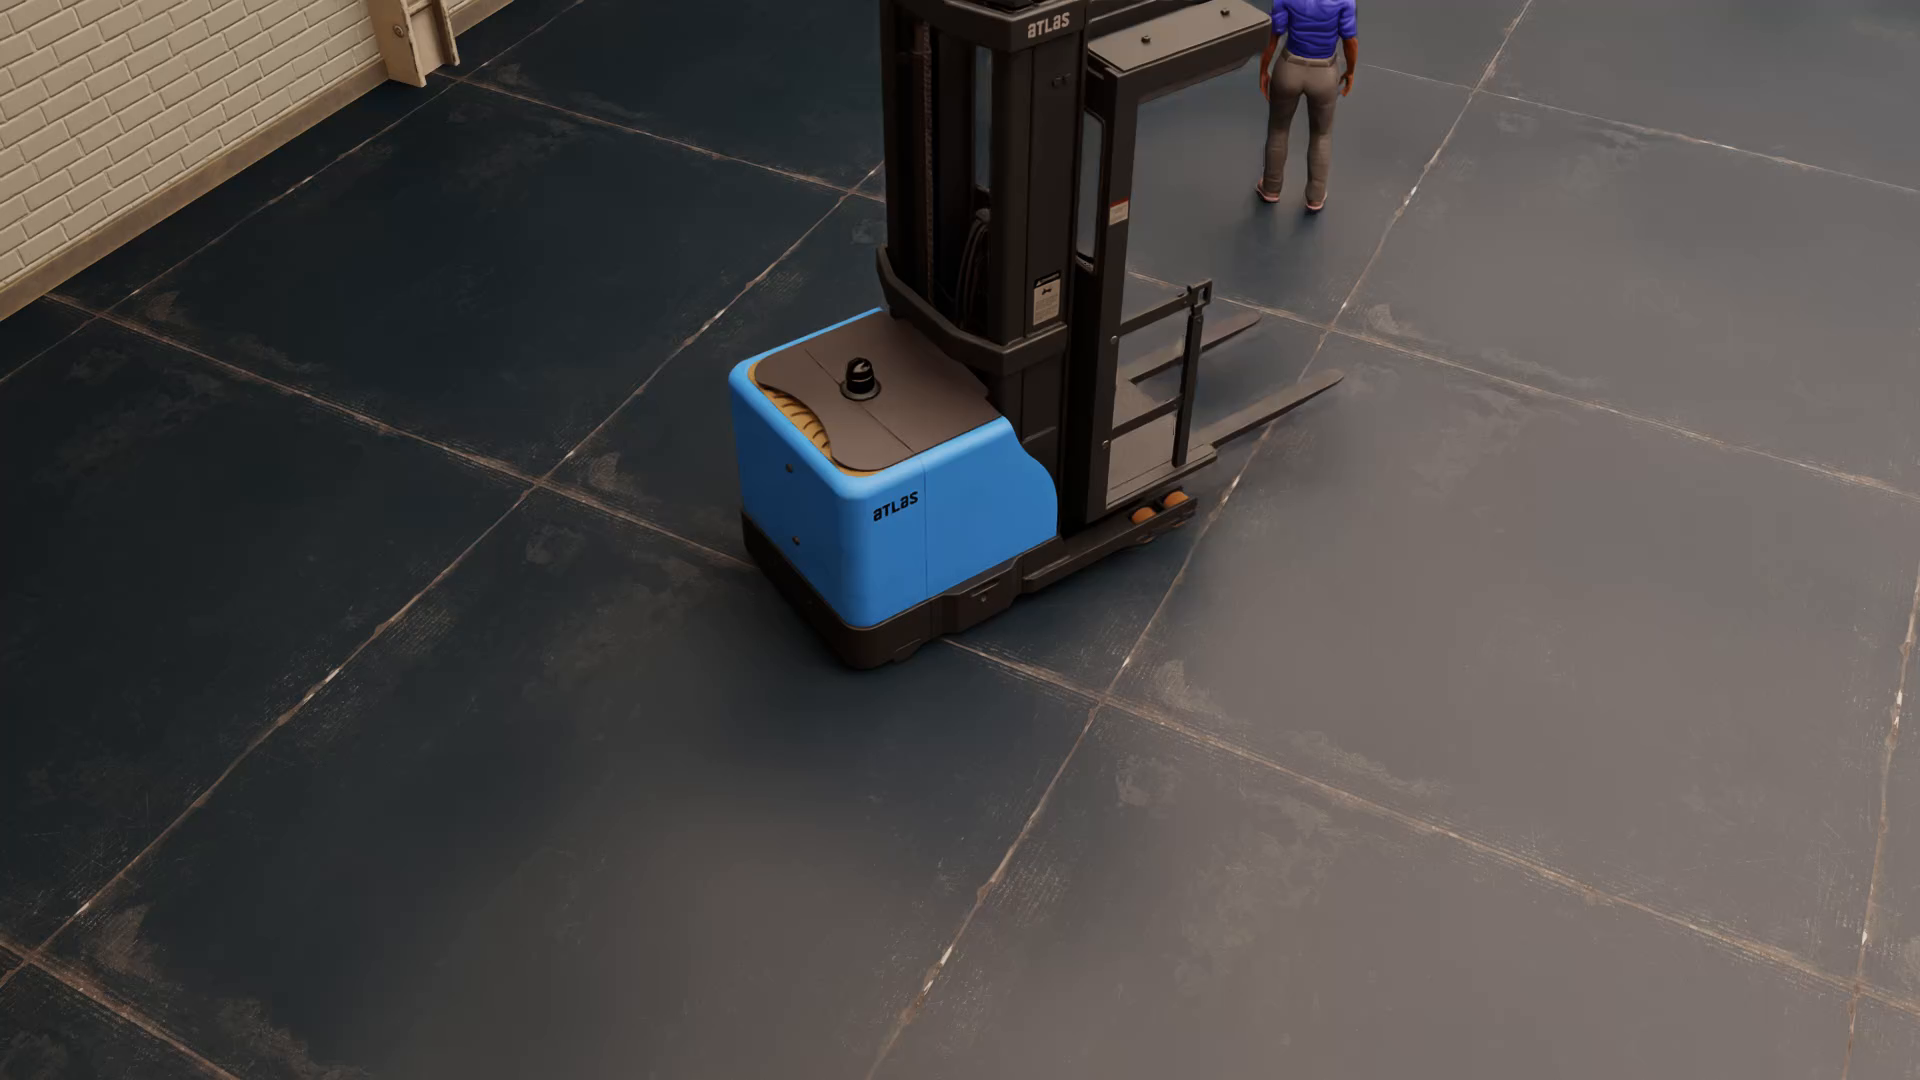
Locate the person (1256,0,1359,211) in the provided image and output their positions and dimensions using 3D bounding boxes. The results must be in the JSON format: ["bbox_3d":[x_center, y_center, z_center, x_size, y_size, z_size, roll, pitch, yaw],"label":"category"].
[{"bbox_3d":[1.954,-2.627,9.389,0.534,1.675,0.429,8,44,9],"label":"person"}]

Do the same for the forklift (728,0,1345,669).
[{"bbox_3d":[0.503,-1.326,7.061,3.031,2.935,1.130,-26,49,-25],"label":"forklift"}]
